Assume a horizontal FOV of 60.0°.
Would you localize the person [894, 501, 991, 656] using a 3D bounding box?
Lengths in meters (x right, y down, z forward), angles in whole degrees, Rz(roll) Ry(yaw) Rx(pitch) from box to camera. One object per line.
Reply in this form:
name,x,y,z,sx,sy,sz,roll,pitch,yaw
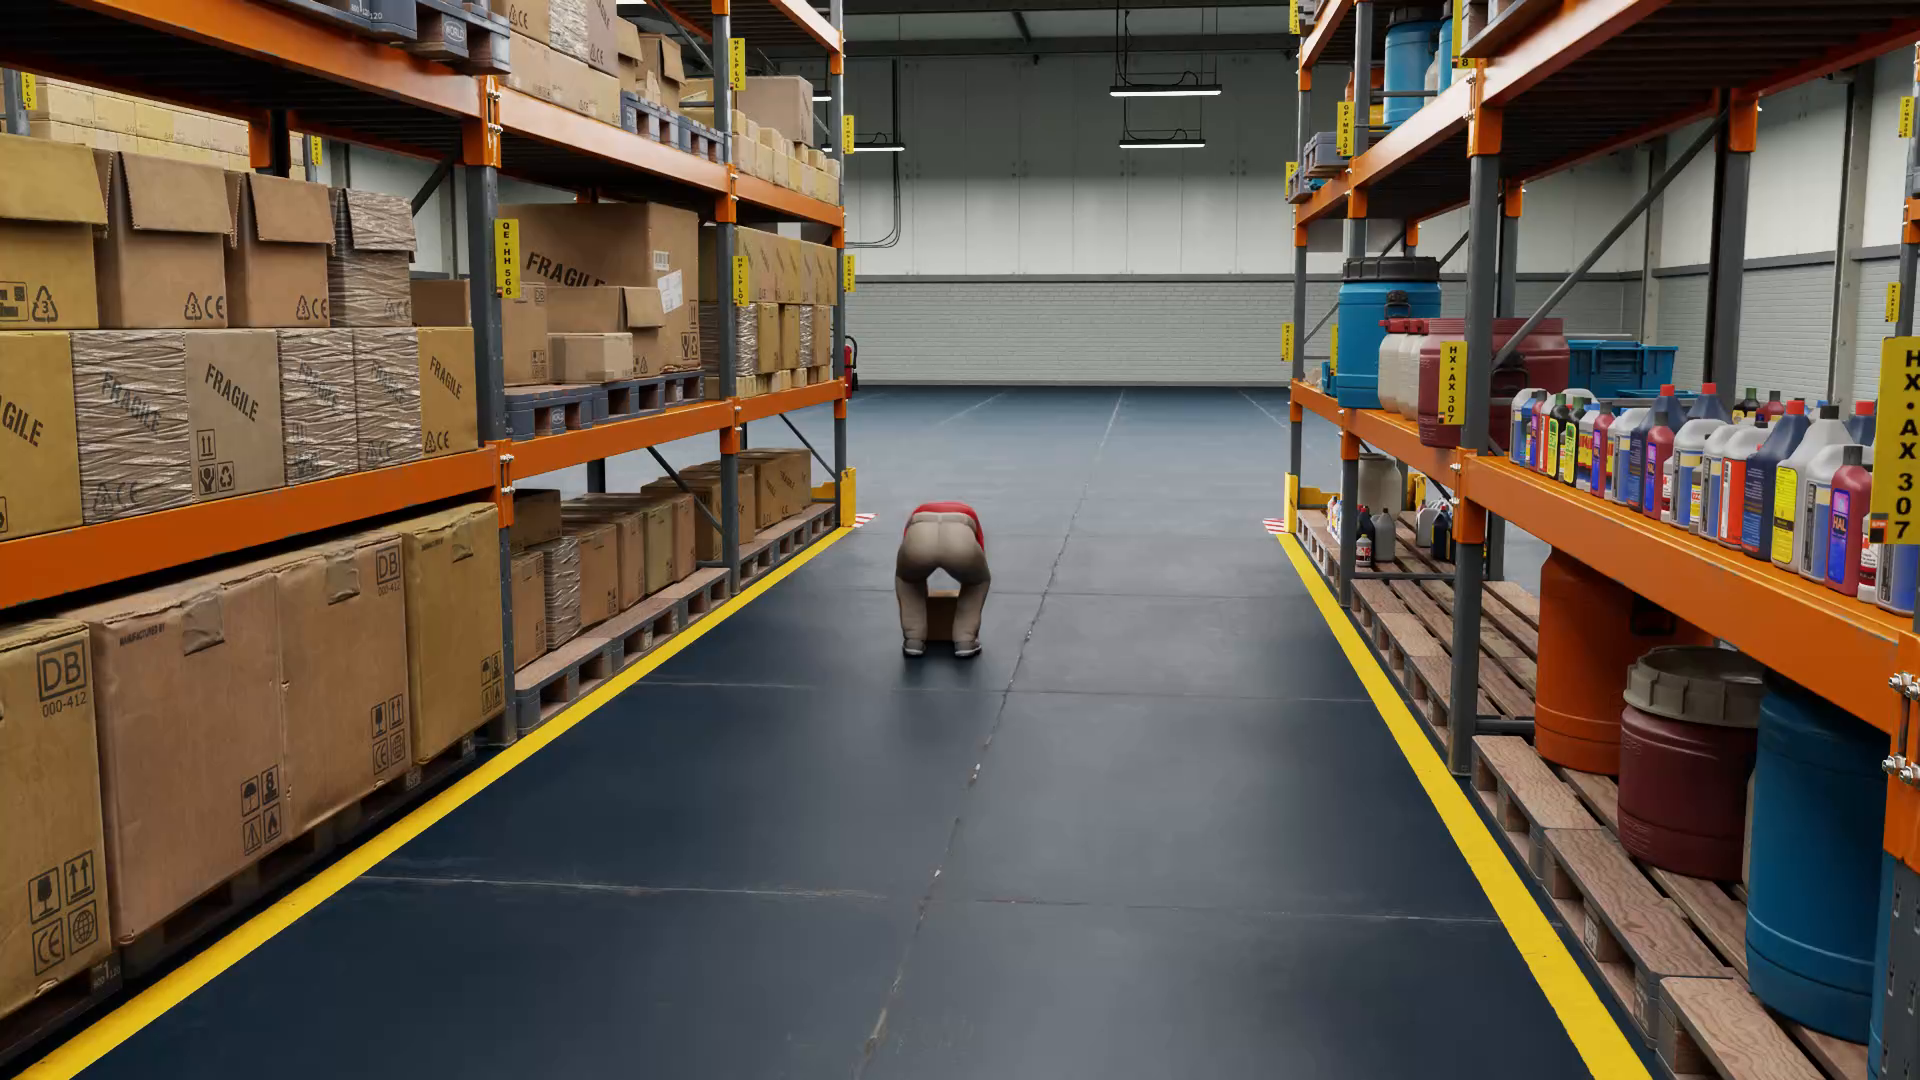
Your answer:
person,-0.096,0.196,9.319,0.543,0.857,0.957,1,8,4
